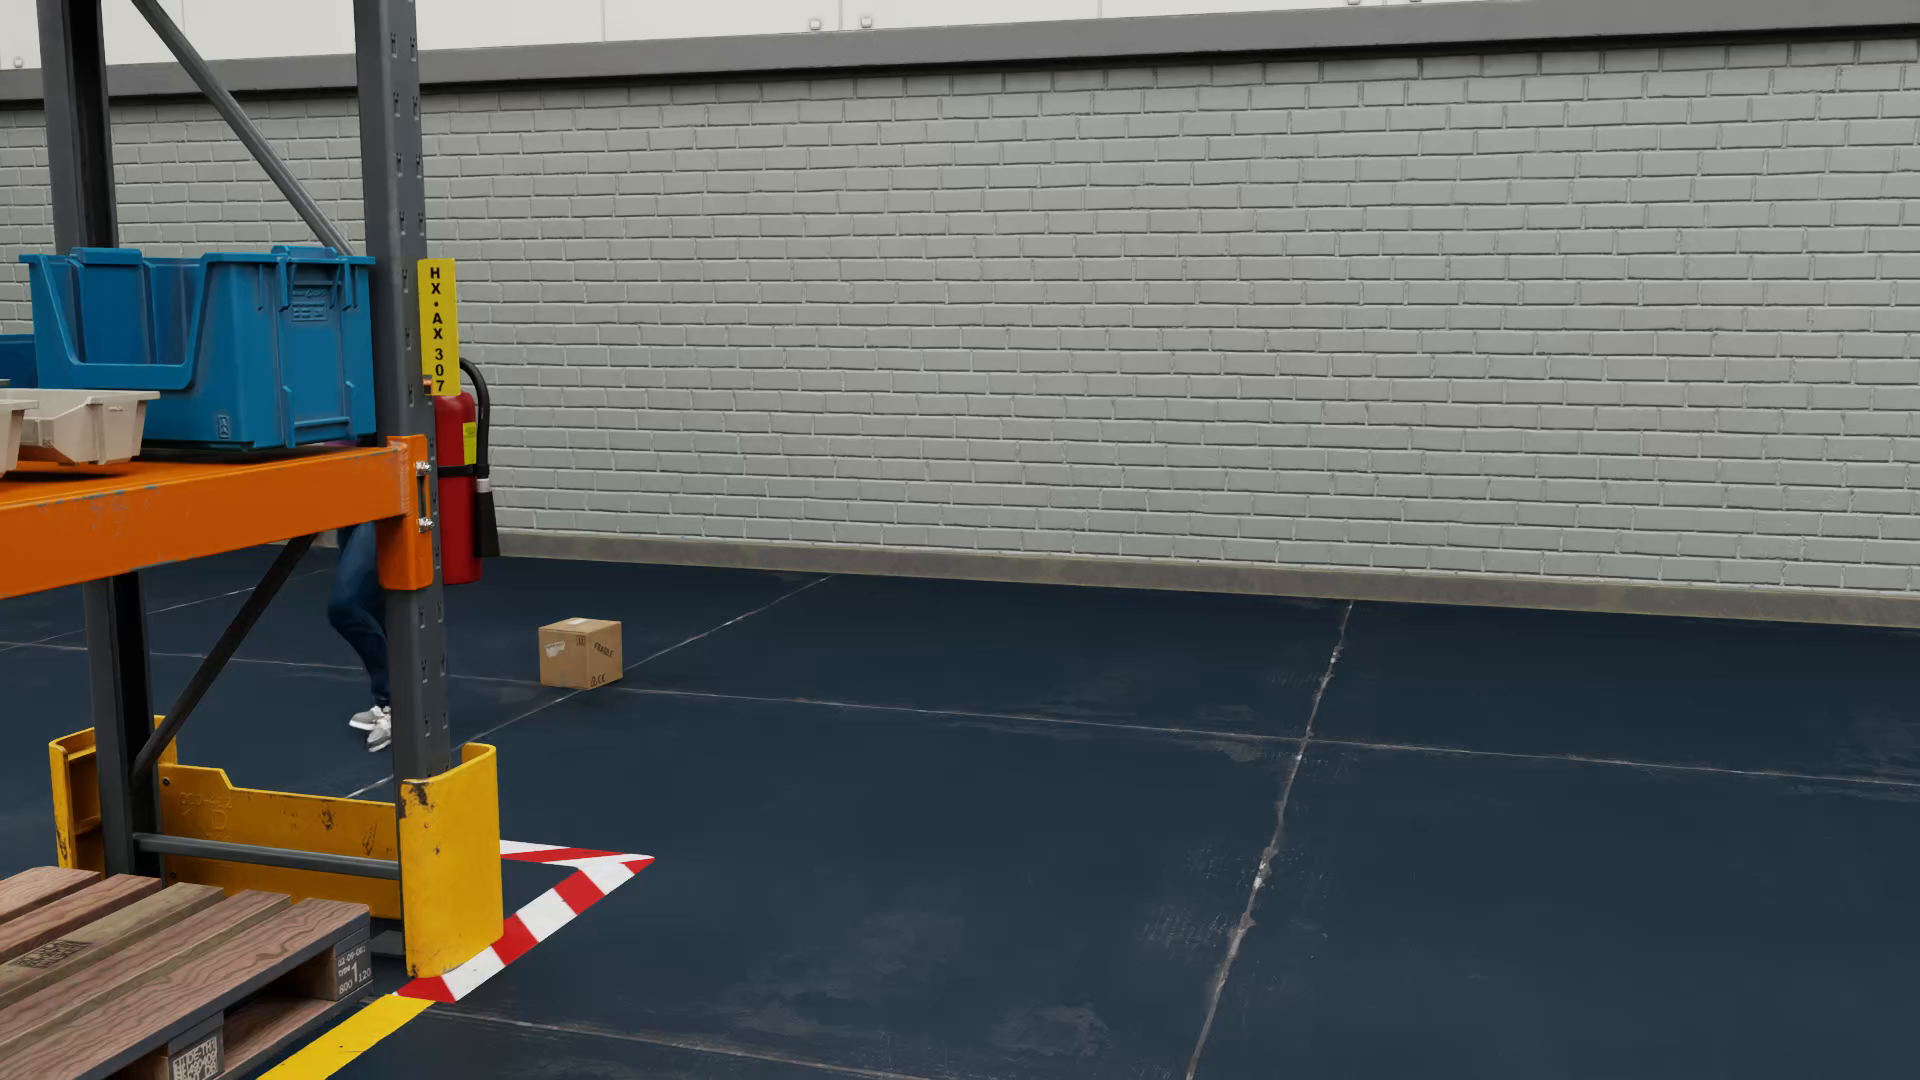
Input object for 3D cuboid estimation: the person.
[{"bbox_3d":[-2.175,-0.038,6.107,0.417,1.603,0.450,8,12,43],"label":"person"}]
